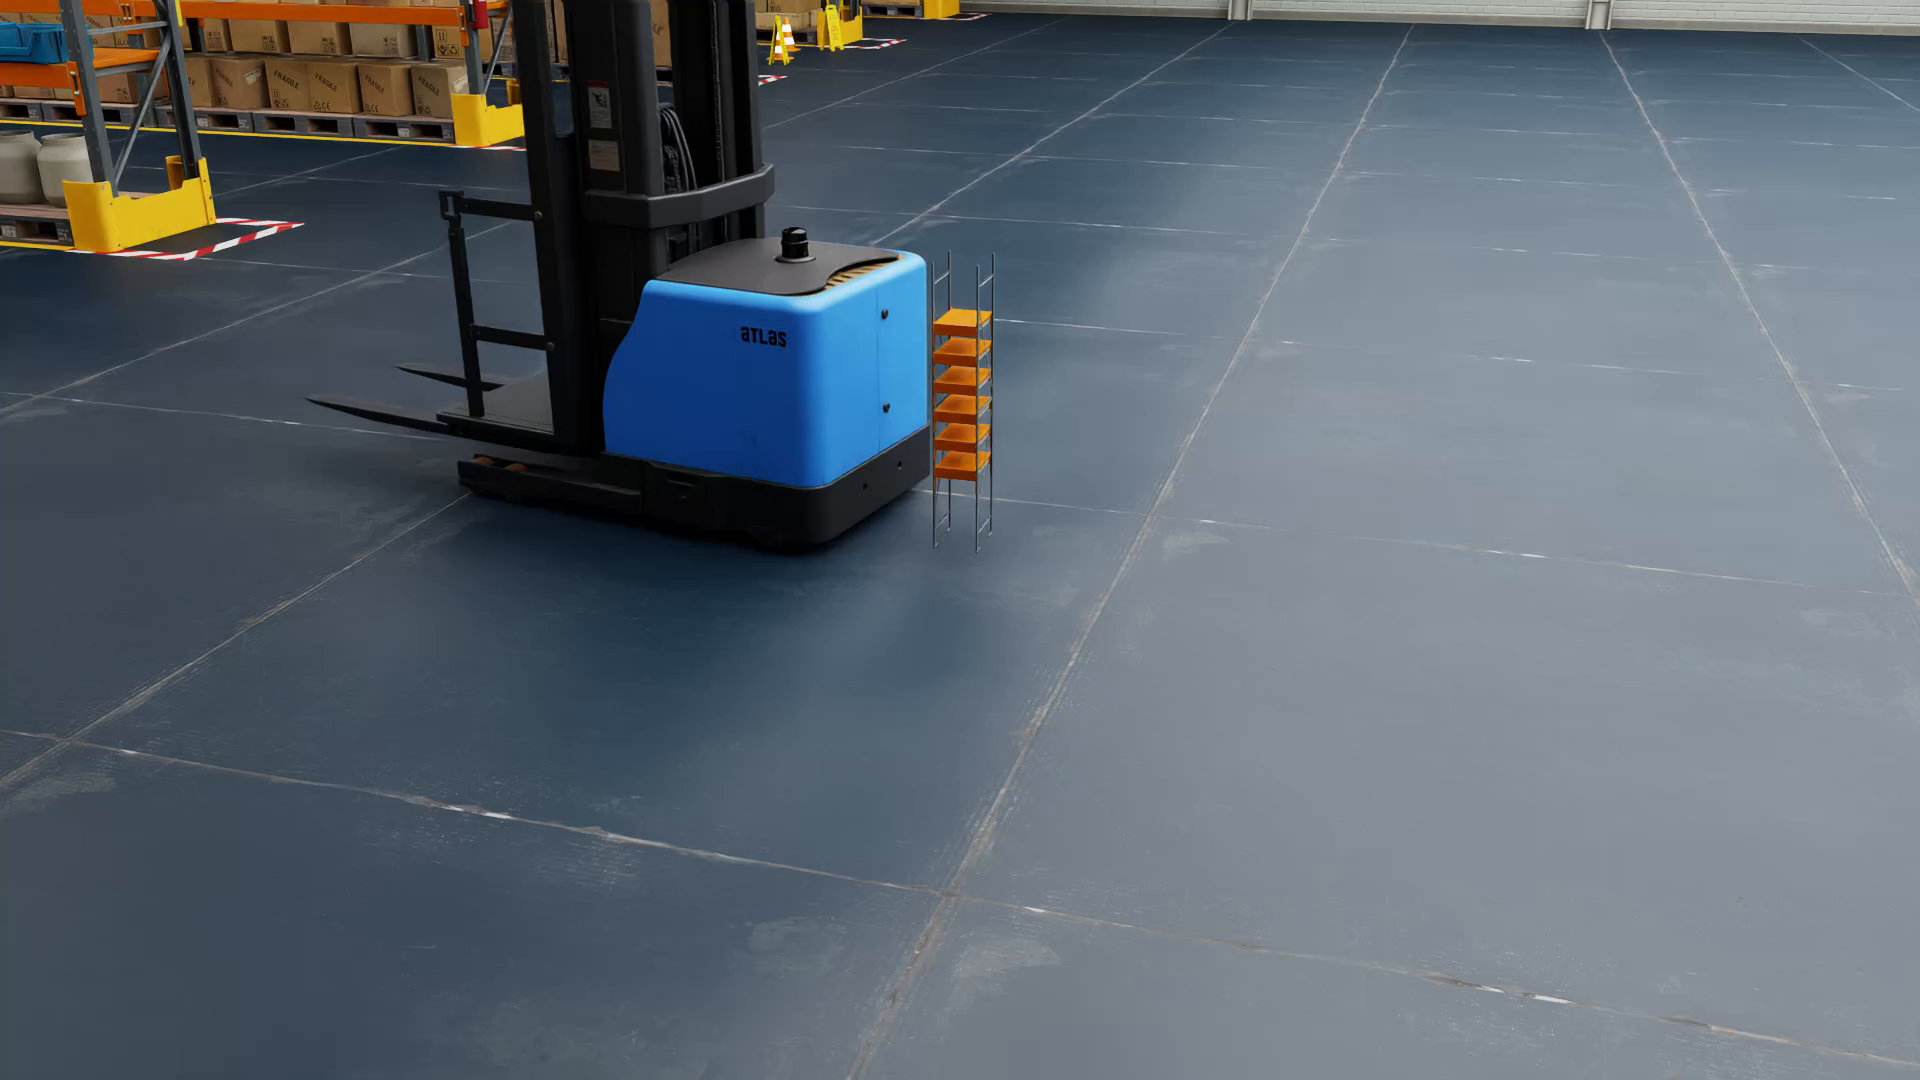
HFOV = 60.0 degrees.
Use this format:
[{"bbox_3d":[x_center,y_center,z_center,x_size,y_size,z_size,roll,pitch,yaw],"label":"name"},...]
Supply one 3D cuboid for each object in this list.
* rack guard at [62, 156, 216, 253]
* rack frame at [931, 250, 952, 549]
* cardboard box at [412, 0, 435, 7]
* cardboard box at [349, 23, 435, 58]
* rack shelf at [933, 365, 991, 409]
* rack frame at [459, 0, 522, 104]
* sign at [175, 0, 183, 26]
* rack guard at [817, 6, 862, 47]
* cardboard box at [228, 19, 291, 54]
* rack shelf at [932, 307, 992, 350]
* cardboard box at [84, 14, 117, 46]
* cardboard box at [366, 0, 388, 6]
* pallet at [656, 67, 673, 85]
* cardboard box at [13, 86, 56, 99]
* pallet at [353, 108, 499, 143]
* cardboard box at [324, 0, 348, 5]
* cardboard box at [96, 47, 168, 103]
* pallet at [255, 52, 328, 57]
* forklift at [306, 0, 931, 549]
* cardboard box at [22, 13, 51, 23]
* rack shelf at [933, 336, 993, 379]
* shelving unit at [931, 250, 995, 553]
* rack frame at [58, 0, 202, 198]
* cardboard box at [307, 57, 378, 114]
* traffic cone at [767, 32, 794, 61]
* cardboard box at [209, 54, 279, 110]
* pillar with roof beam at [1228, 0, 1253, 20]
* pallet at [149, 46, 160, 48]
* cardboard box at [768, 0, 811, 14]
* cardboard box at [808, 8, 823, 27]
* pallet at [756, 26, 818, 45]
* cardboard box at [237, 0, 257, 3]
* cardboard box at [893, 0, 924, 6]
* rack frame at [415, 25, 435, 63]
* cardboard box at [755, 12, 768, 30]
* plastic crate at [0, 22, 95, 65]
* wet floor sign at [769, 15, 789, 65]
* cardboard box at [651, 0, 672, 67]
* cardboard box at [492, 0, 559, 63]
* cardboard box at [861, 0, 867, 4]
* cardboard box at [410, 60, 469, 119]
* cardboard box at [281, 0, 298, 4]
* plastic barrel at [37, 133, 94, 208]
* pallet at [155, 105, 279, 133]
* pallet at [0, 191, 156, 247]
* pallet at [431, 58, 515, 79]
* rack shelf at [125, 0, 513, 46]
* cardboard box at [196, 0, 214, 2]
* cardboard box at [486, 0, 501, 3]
[{"bbox_3d":[-6.164,-2.545,12.539,0.348,0.500,1.175,7,23,16],"label":"rack guard"},{"bbox_3d":[-0.074,-0.564,6.787,0.006,1.200,0.240,7,23,15],"label":"rack frame"},{"bbox_3d":[-5.219,-5.377,16.481,0.250,0.149,0.380,7,23,16],"label":"cardboard box"},{"bbox_3d":[-7.568,-6.928,22.341,0.750,0.750,1.050,6,23,15],"label":"cardboard box"},{"bbox_3d":[0.014,-0.623,6.733,0.180,0.103,0.258,7,23,15],"label":"rack shelf"},{"bbox_3d":[-4.647,-5.509,16.473,0.127,3.000,1.000,7,23,16],"label":"rack frame"},{"bbox_3d":[-5.915,-4.037,12.519,0.005,0.325,0.100,7,23,16],"label":"sign"},{"bbox_3d":[-1.858,-7.962,25.745,0.348,0.500,1.175,7,23,16],"label":"rack guard"},{"bbox_3d":[-9.382,-7.137,22.851,0.750,0.750,1.050,7,23,16],"label":"cardboard box"},{"bbox_3d":[0.014,-0.845,6.642,0.180,0.103,0.258,7,23,15],"label":"rack shelf"},{"bbox_3d":[-11.978,-7.251,23.458,0.500,0.500,0.500,8,23,18],"label":"cardboard box"},{"bbox_3d":[-5.708,-5.419,16.583,0.250,0.149,0.380,7,23,16],"label":"cardboard box"},{"bbox_3d":[-3.906,-6.070,21.513,1.213,0.211,1.003,7,23,15],"label":"pallet"},{"bbox_3d":[-10.045,-5.190,18.409,0.500,0.500,0.700,5,23,11],"label":"cardboard box"},{"bbox_3d":[-5.488,-4.330,17.271,1.213,0.211,1.003,7,23,16],"label":"pallet"},{"bbox_3d":[-6.181,-5.481,16.733,0.250,0.149,0.380,7,23,16],"label":"cardboard box"},{"bbox_3d":[-9.059,-5.070,18.116,0.500,0.500,0.700,5,23,11],"label":"cardboard box"},{"bbox_3d":[-8.880,-6.639,22.901,1.213,0.211,1.003,7,23,16],"label":"pallet"},{"bbox_3d":[-1.684,-1.695,7.263,3.031,2.935,1.130,11,25,25],"label":"forklift"},{"bbox_3d":[-12.963,-7.367,23.740,0.500,0.500,0.500,7,23,16],"label":"cardboard box"},{"bbox_3d":[0.014,-0.734,6.688,0.180,0.103,0.258,7,23,15],"label":"rack shelf"},{"bbox_3d":[0.014,-0.554,6.762,0.189,1.200,0.258,7,23,15],"label":"shelving unit"},{"bbox_3d":[-6.078,-3.710,12.086,0.127,3.000,1.000,7,23,16],"label":"rack frame"},{"bbox_3d":[-6.417,-4.750,17.363,0.500,0.500,0.500,9,24,20],"label":"cardboard box"},{"bbox_3d":[-2.564,-7.074,23.630,0.334,0.463,0.336,7,23,16],"label":"traffic cone"},{"bbox_3d":[-7.555,-4.867,17.648,0.500,0.500,0.500,15,27,32],"label":"cardboard box"},{"bbox_3d":[3.740,-11.871,24.077,0.400,9.000,9.100,7,23,16],"label":"pillar with roof beam"},{"bbox_3d":[-11.525,-6.974,23.716,1.213,0.211,1.003,7,23,16],"label":"pallet"},{"bbox_3d":[-2.627,-8.372,25.533,0.500,0.500,0.500,7,23,16],"label":"cardboard box"},{"bbox_3d":[-2.477,-8.221,26.153,0.500,0.250,0.500,6,23,15],"label":"cardboard box"},{"bbox_3d":[-2.625,-7.930,26.048,1.213,0.211,1.003,7,23,16],"label":"pallet"},{"bbox_3d":[-7.154,-5.571,16.953,0.250,0.149,0.380,7,23,16],"label":"cardboard box"},{"bbox_3d":[-0.896,-9.773,29.936,0.500,0.250,0.500,7,23,16],"label":"cardboard box"},{"bbox_3d":[-6.947,-7.739,21.908,0.127,3.000,1.000,7,23,16],"label":"rack frame"},{"bbox_3d":[-3.130,-8.083,25.816,0.500,0.250,0.500,7,23,16],"label":"cardboard box"},{"bbox_3d":[-6.644,-3.587,11.983,0.616,0.251,0.499,7,23,16],"label":"plastic crate"},{"bbox_3d":[-2.518,-6.927,23.032,0.232,0.644,0.267,3,22,6],"label":"wet floor sign"},{"bbox_3d":[-3.786,-6.562,21.285,0.875,0.875,0.875,7,23,16],"label":"cardboard box"},{"bbox_3d":[-5.501,-6.758,21.764,0.875,0.875,0.875,7,23,16],"label":"cardboard box"},{"bbox_3d":[-1.845,-9.889,30.219,0.500,0.250,0.500,7,23,16],"label":"cardboard box"},{"bbox_3d":[-5.240,-4.622,17.049,0.500,0.500,0.500,11,25,25],"label":"cardboard box"},{"bbox_3d":[-6.666,-5.528,16.850,0.250,0.149,0.380,7,23,16],"label":"cardboard box"},{"bbox_3d":[-6.730,-2.798,12.586,0.421,0.512,0.421,0,22,0],"label":"plastic barrel"},{"bbox_3d":[-7.824,-4.597,17.923,1.213,0.211,1.003,7,23,16],"label":"pallet"},{"bbox_3d":[-6.941,-2.502,12.815,1.213,0.211,1.003,7,23,16],"label":"pallet"},{"bbox_3d":[-6.242,-6.337,22.165,1.213,0.211,1.003,7,23,15],"label":"pallet"},{"bbox_3d":[-6.562,-5.396,17.144,4.000,0.370,1.077,7,23,16],"label":"rack shelf"},{"bbox_3d":[-7.633,-5.625,17.086,0.250,0.149,0.380,7,23,16],"label":"cardboard box"},{"bbox_3d":[-4.851,-5.511,16.808,0.250,0.149,0.380,7,23,16],"label":"cardboard box"}]
